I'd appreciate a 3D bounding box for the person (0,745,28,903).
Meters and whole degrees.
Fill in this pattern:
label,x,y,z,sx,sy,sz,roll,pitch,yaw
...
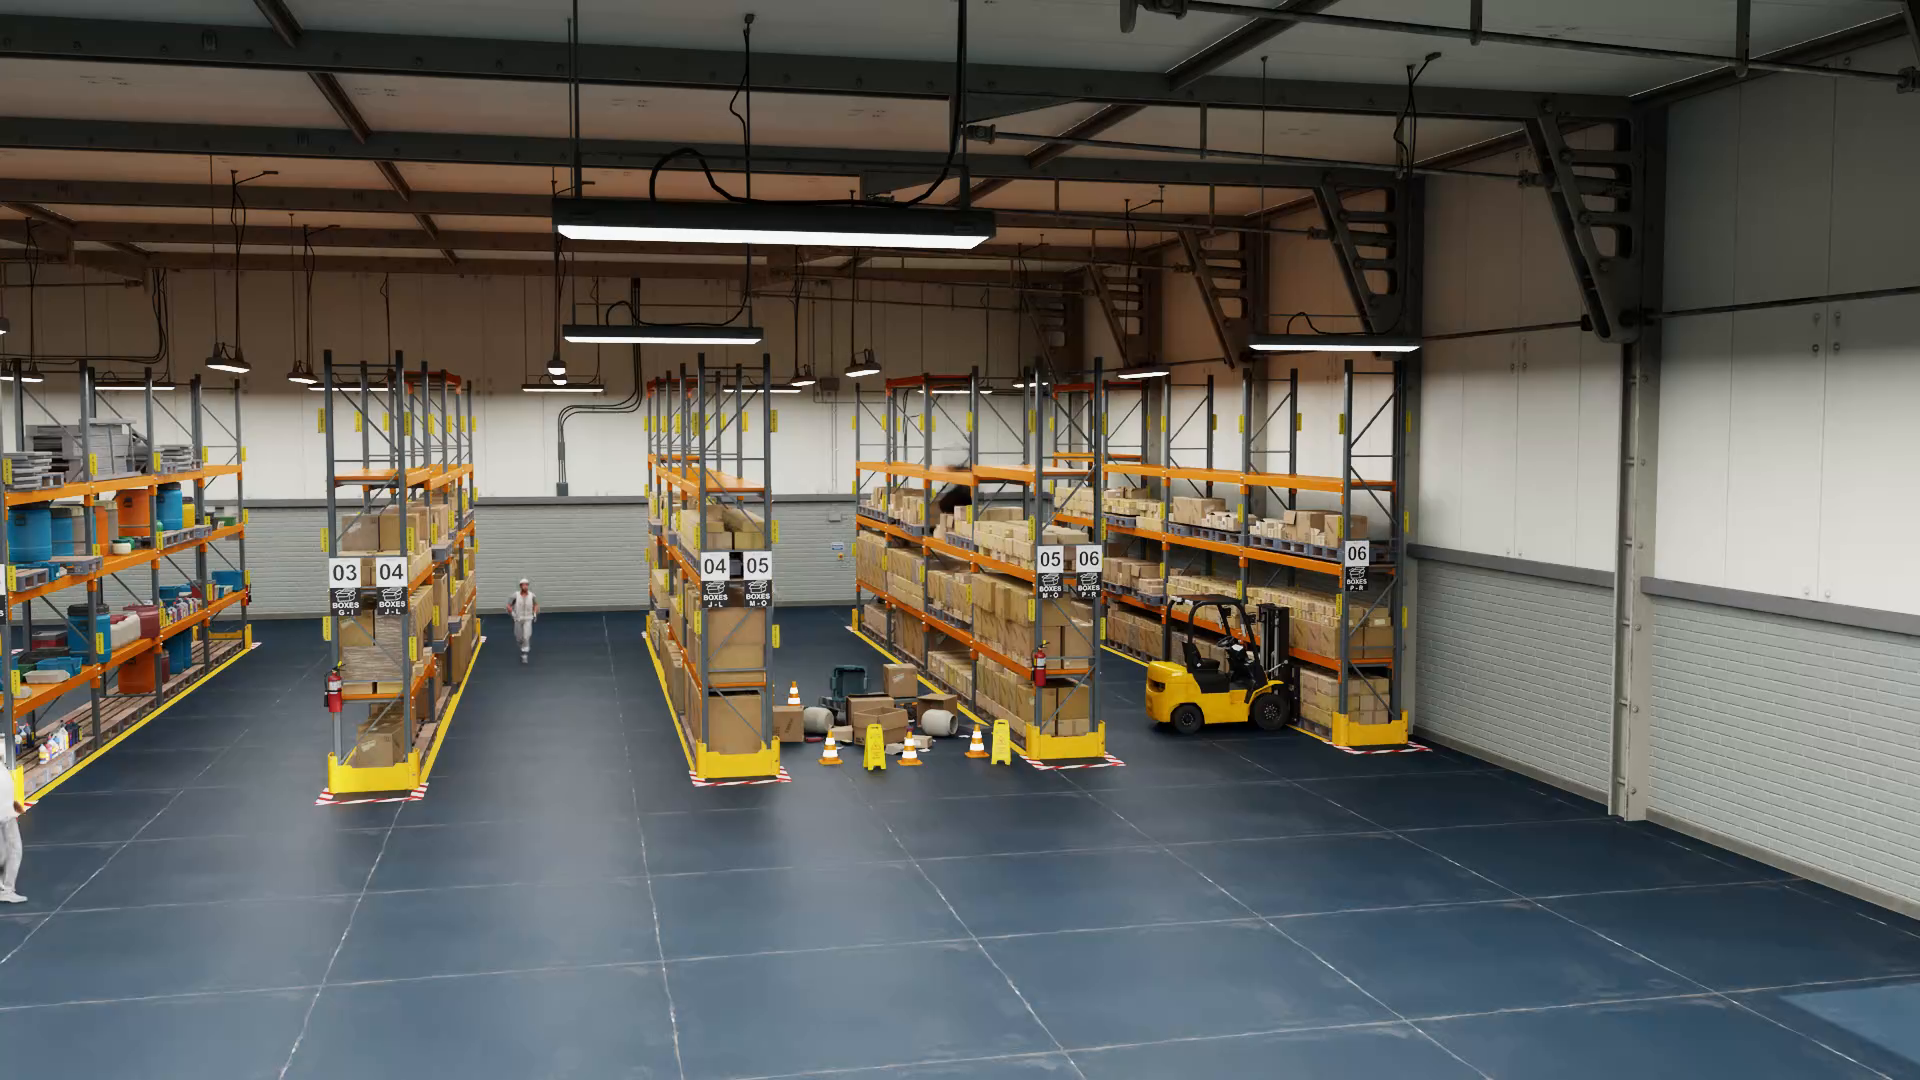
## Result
label,x,y,z,sx,sy,sz,roll,pitch,yaw
person,-10.148,2.931,17.414,0.758,1.738,0.699,0,4,7

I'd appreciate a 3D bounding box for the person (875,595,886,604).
label,x,y,z,sx,sy,sz,roll,pitch,yaw
person,-1.865,1.355,41.870,0.638,1.475,0.811,1,4,11

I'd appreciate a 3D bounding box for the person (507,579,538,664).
label,x,y,z,sx,sy,sz,roll,pitch,yaw
person,-9.186,1.698,34.969,0.649,1.770,0.738,-1,4,-18
